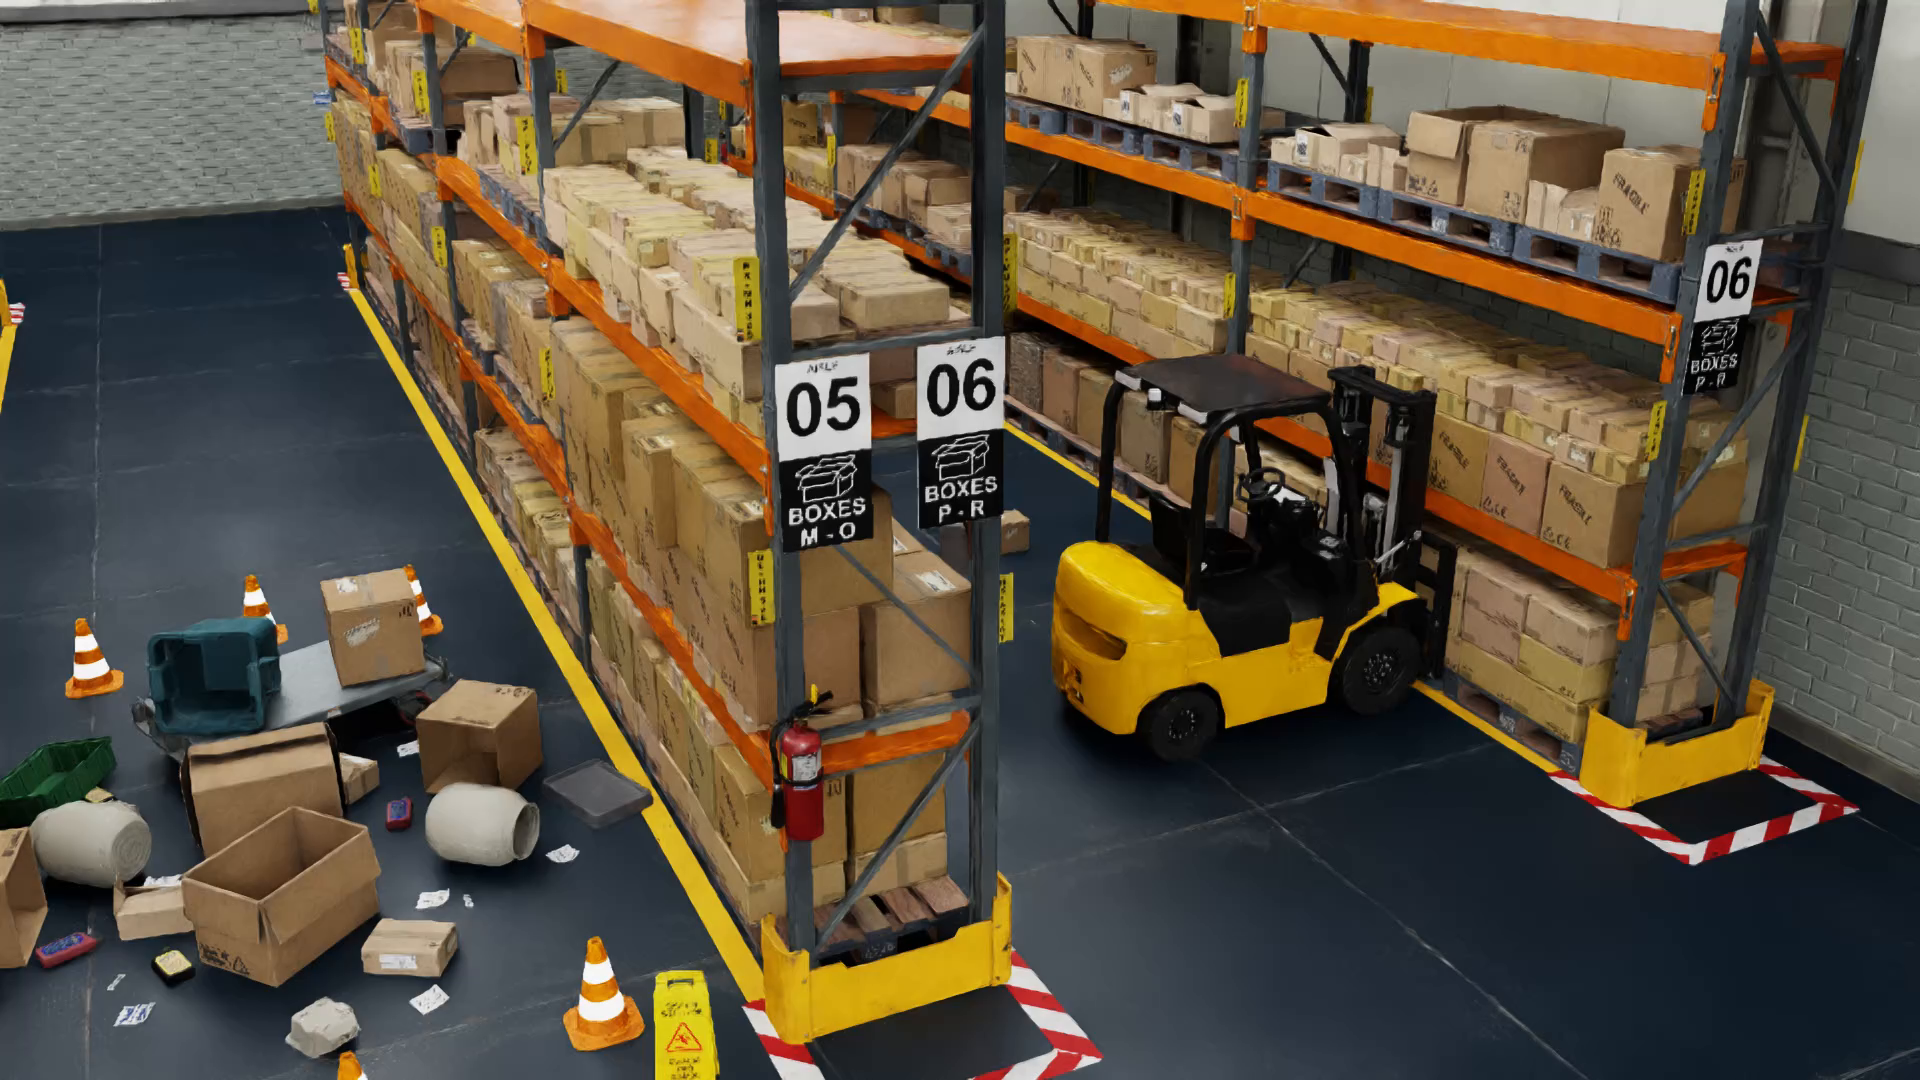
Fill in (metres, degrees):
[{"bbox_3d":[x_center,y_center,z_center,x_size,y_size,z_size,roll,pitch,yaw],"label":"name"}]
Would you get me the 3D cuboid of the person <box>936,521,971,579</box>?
[{"bbox_3d":[0.019,-0.112,11.198,0.482,1.672,0.571,-6,23,-13],"label":"person"}]
